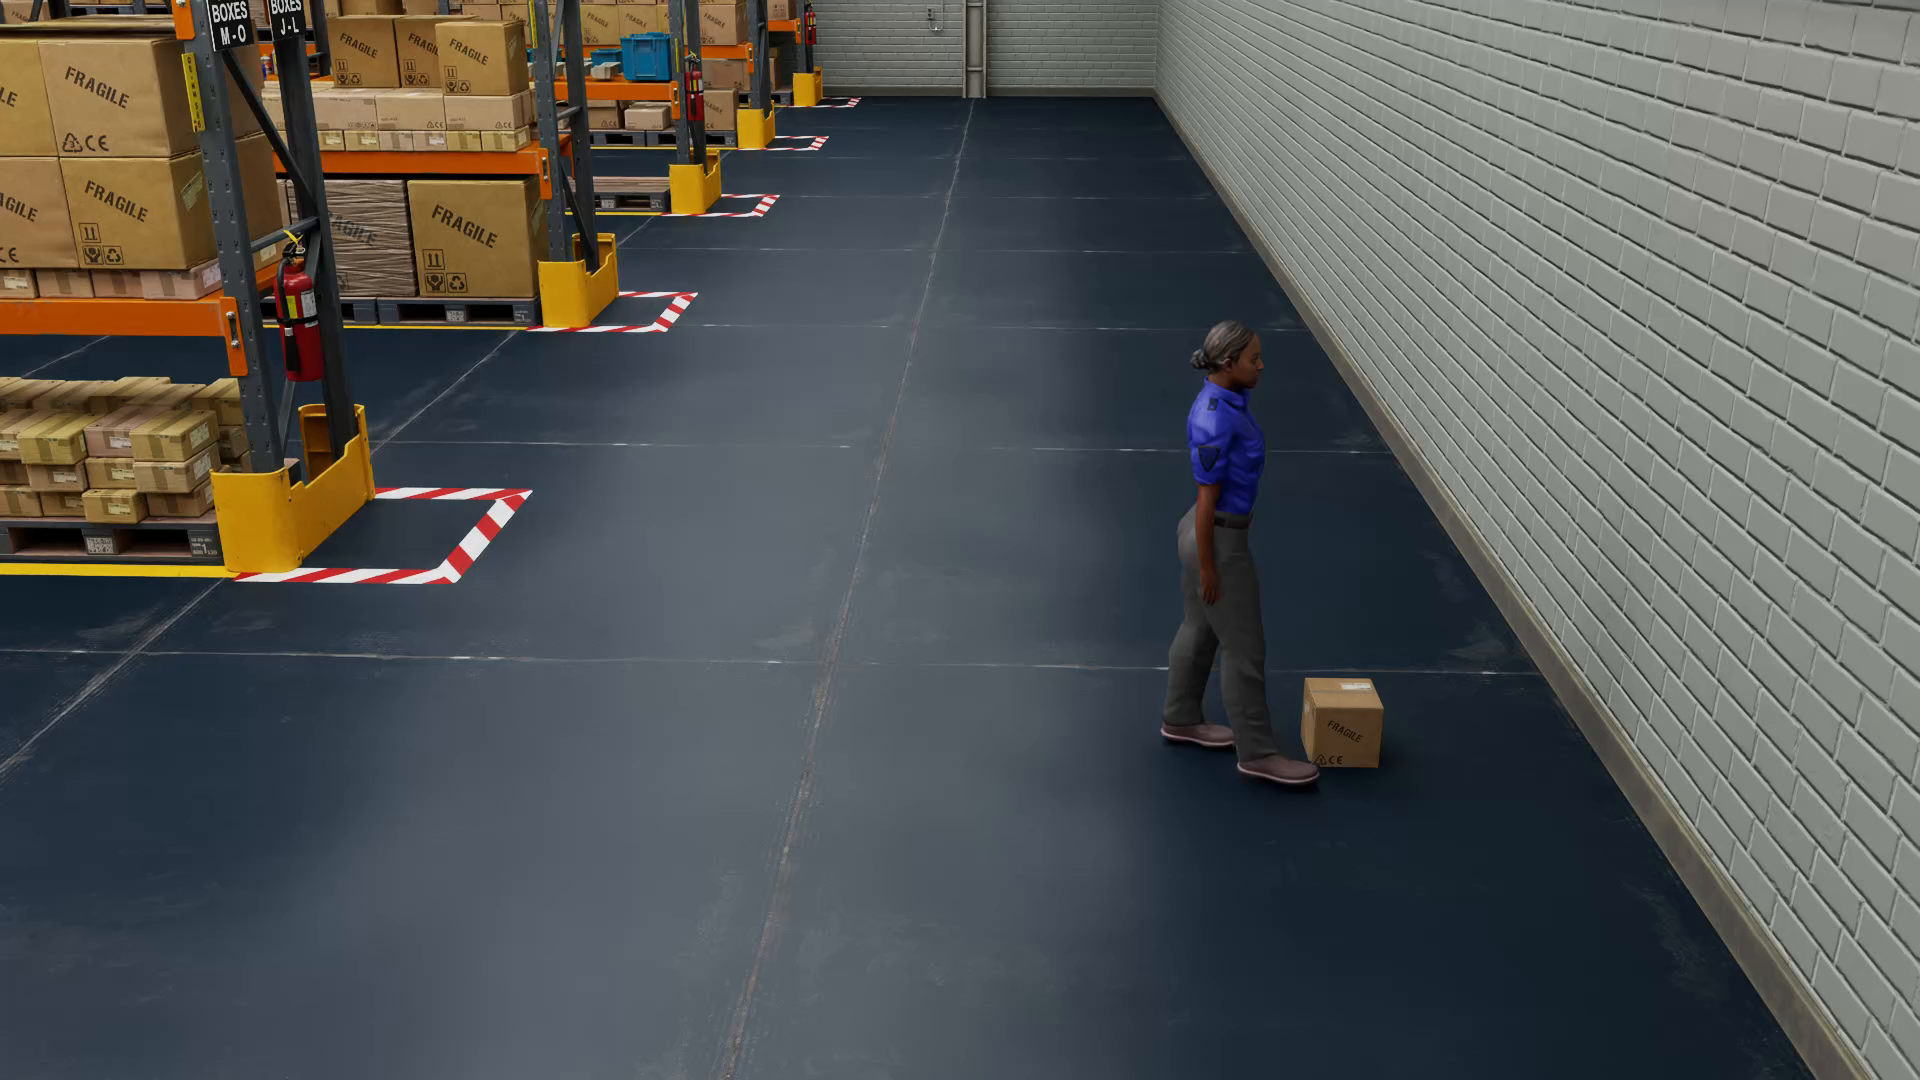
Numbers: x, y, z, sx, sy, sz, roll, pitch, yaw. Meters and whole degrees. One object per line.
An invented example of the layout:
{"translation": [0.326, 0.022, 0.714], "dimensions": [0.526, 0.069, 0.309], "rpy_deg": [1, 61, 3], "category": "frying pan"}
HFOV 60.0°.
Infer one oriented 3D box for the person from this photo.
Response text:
{"translation": [1.043, 0.037, 5.964], "dimensions": [0.585, 1.653, 0.496], "rpy_deg": [3, 21, 8], "category": "person"}
